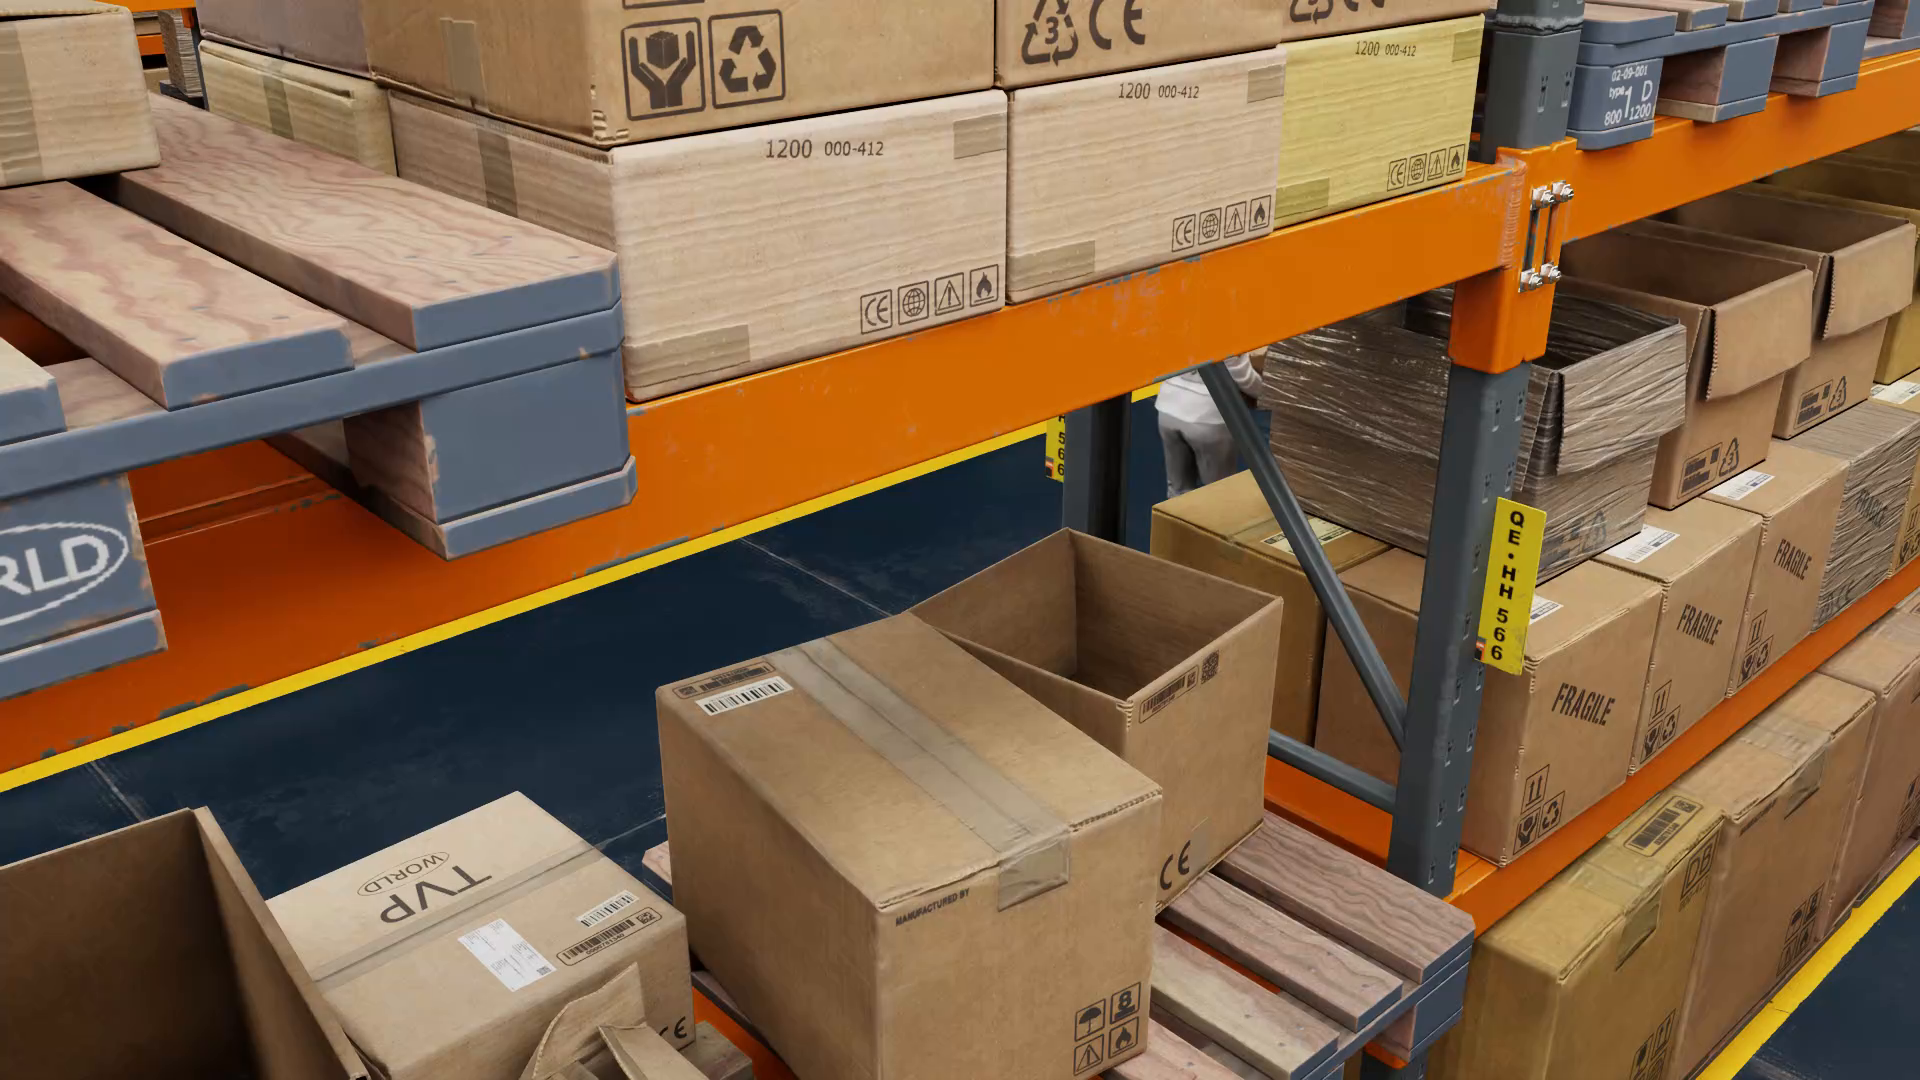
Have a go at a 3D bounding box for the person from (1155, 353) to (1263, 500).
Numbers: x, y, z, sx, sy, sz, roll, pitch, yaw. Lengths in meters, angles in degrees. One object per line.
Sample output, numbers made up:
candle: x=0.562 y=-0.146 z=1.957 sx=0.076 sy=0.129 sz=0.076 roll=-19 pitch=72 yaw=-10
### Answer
person: x=1.074 y=-0.539 z=7.249 sx=0.554 sy=1.693 sz=0.466 roll=-21 pitch=32 yaw=-39
